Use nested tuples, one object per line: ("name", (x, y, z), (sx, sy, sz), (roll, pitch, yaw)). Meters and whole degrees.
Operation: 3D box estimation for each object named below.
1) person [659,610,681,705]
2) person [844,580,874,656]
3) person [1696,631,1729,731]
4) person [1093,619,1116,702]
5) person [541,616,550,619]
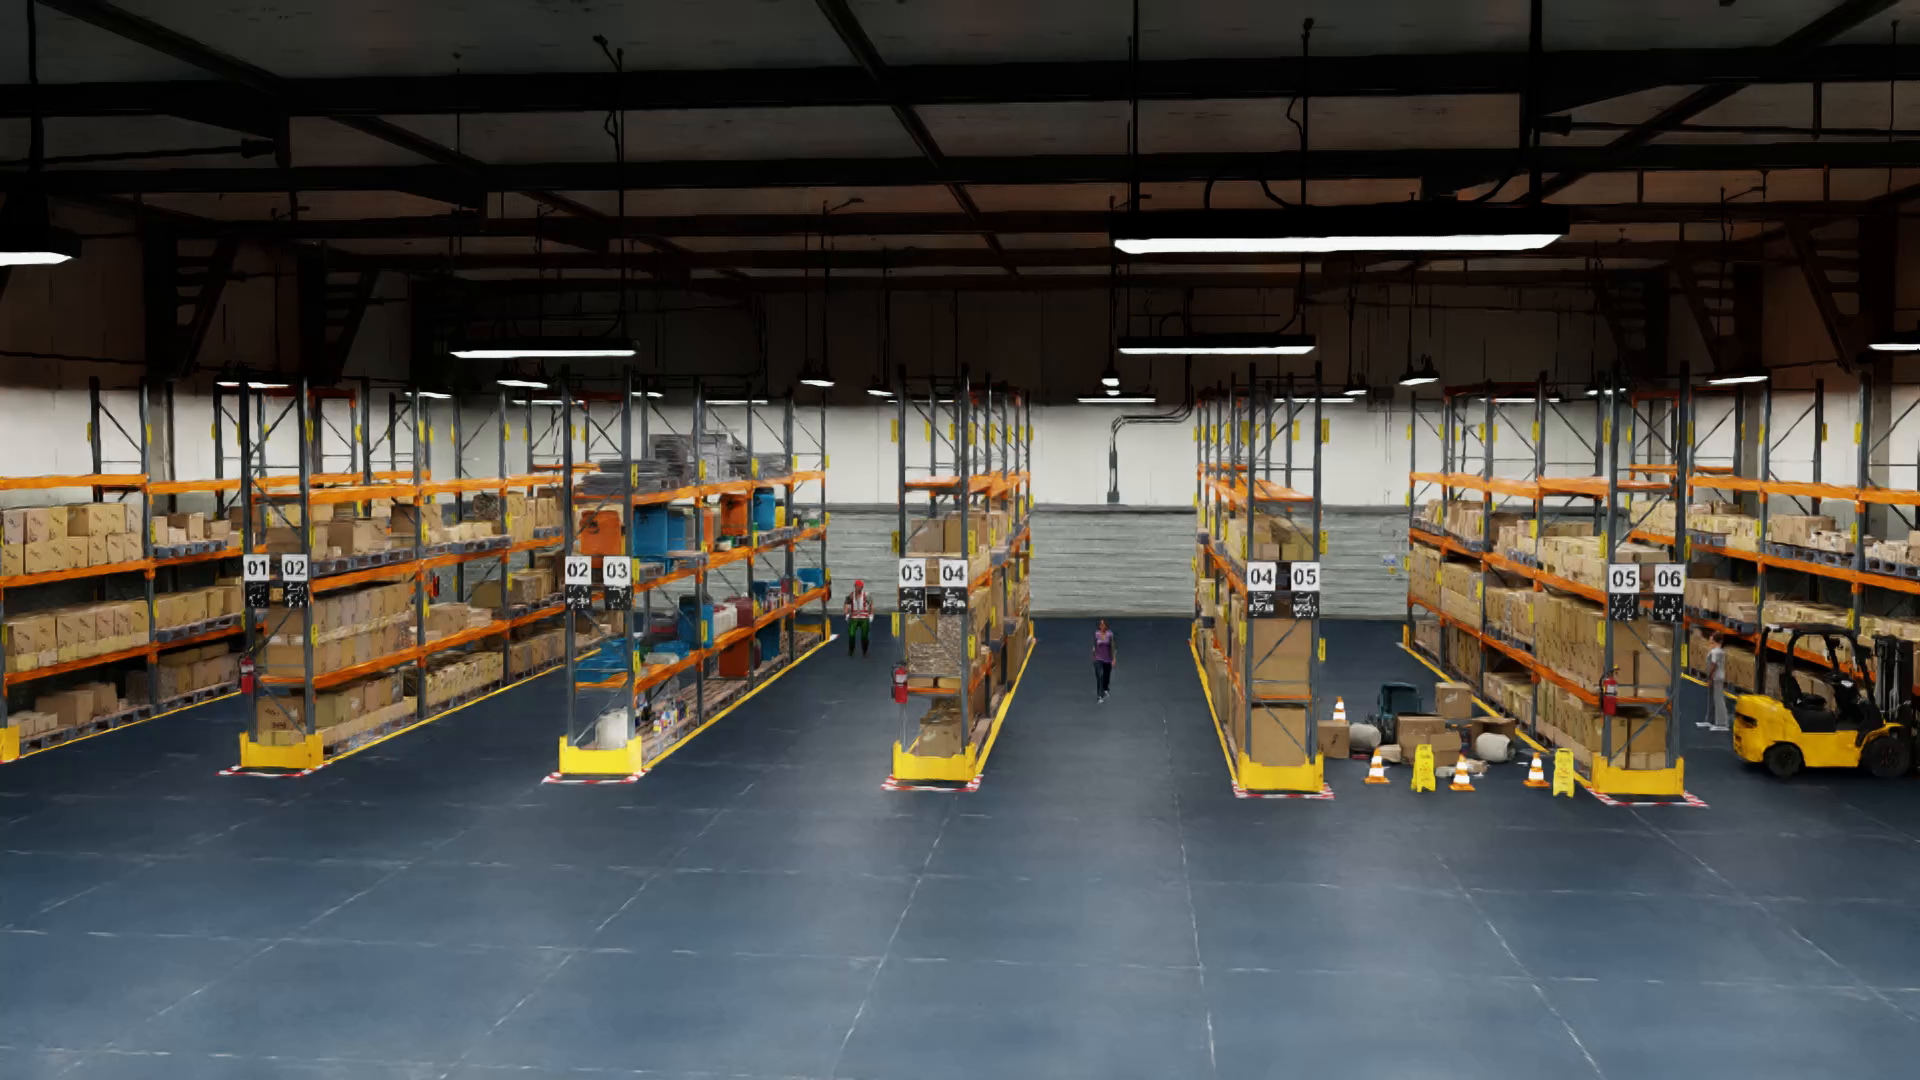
("person", (-5.144, 2.060, 29.470), (0.561, 1.651, 0.682), (1, 4, 14))
("person", (-2.263, 1.751, 37.242), (0.677, 1.742, 0.552), (0, 4, 4))
("person", (12.704, 2.358, 28.021), (0.544, 1.671, 0.521), (2, 4, 34))
("person", (2.705, 2.228, 31.103), (0.432, 1.539, 0.948), (0, 4, 4))
("person", (-11.419, 1.248, 44.836), (0.703, 1.769, 0.480), (-3, 5, -43))
